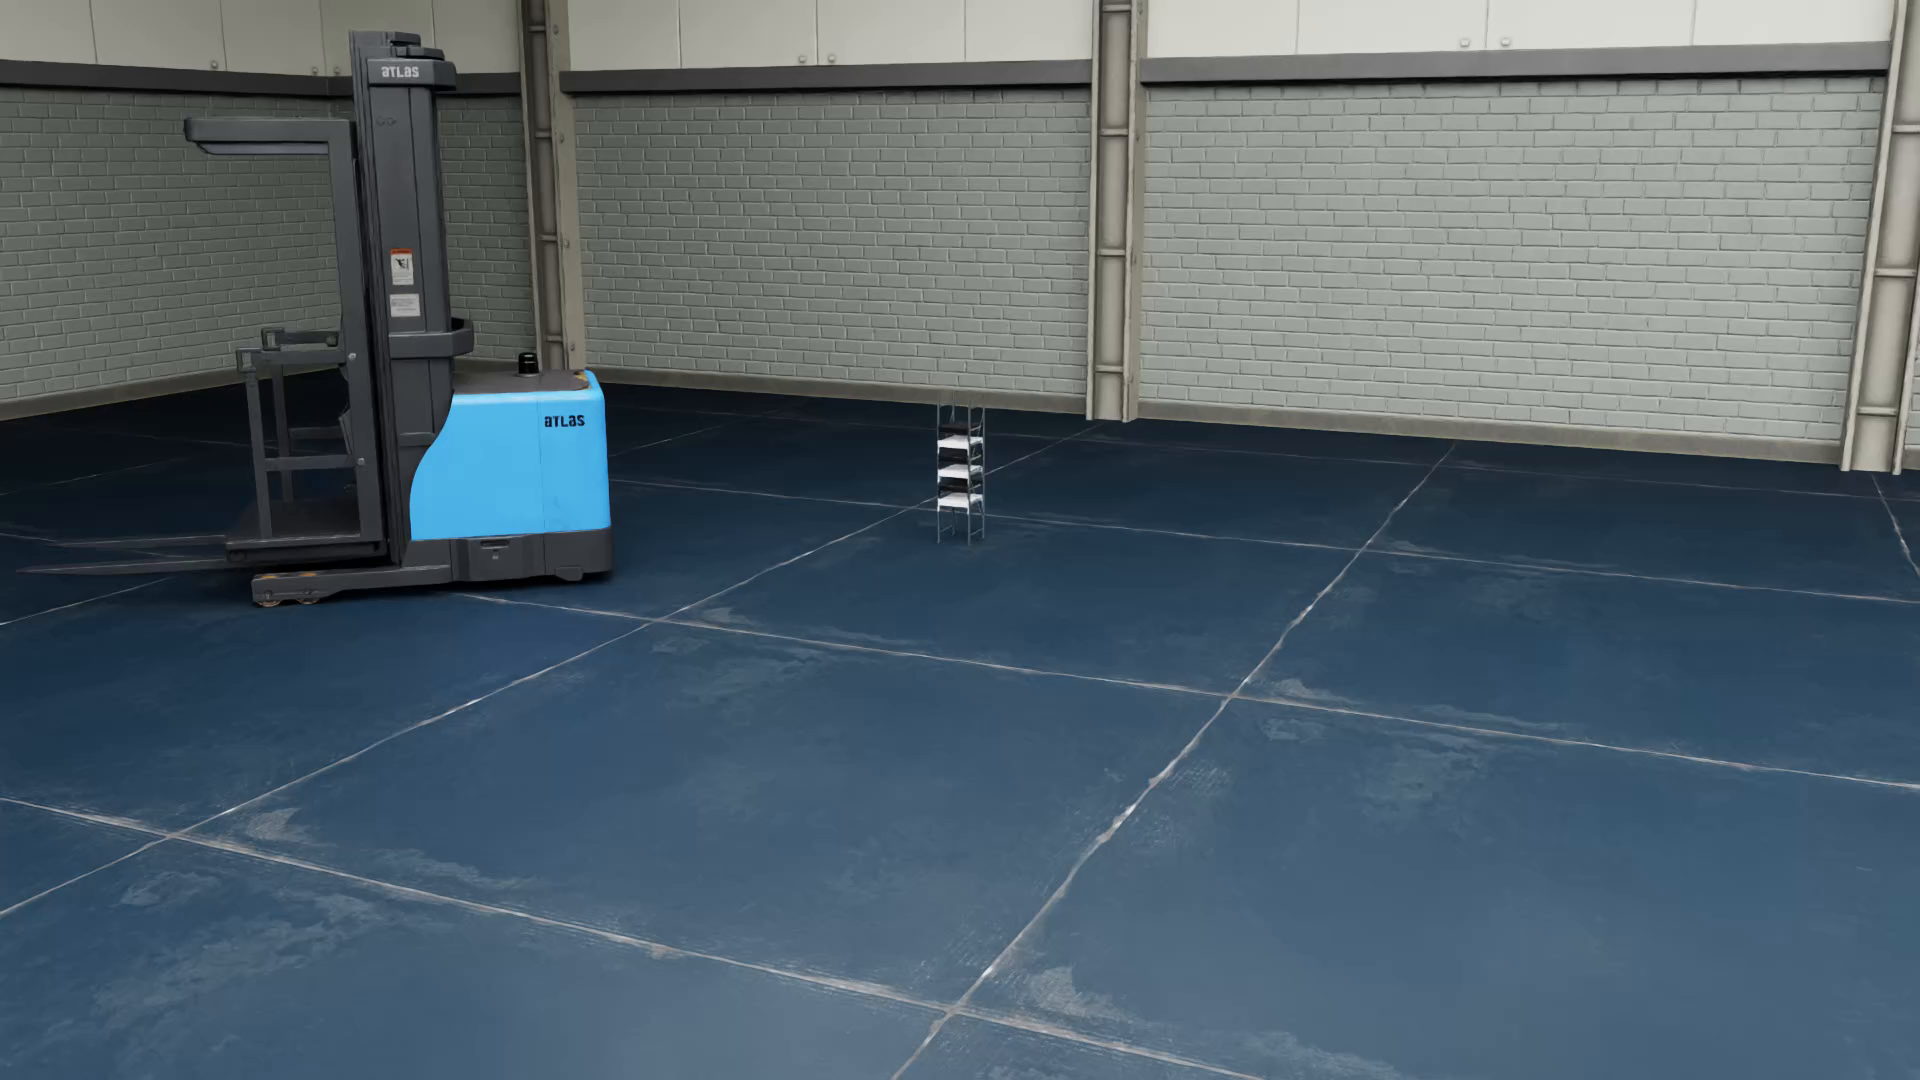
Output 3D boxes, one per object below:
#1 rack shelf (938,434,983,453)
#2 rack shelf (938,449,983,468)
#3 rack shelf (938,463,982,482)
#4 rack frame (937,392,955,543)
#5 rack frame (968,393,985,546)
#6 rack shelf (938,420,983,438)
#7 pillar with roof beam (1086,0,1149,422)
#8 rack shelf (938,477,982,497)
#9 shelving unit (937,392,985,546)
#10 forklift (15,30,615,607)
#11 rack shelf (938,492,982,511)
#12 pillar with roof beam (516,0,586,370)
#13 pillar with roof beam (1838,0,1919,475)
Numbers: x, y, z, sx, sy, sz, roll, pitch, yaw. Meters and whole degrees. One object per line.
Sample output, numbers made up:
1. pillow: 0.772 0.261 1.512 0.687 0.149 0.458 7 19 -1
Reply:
1. rack shelf: 0.007 -0.580 10.115 0.200 0.077 0.258 6 14 23
2. rack shelf: 0.007 -0.493 10.136 0.200 0.077 0.258 6 14 23
3. rack shelf: 0.007 -0.405 10.156 0.200 0.077 0.258 6 14 23
4. rack frame: -0.086 -0.447 10.189 0.006 0.900 0.240 6 14 23
5. rack frame: 0.100 -0.428 10.109 0.006 0.900 0.240 6 14 23
6. rack shelf: 0.007 -0.668 10.095 0.200 0.077 0.258 6 14 23
7. pillar with roof beam: -0.382 -4.570 10.034 0.400 9.000 9.100 6 14 23
8. rack shelf: 0.007 -0.317 10.177 0.200 0.077 0.258 6 14 23
9. shelving unit: 0.007 -0.437 10.149 0.210 0.900 0.258 6 14 23
10. forklift: -3.503 -1.209 8.991 3.031 2.935 1.130 -4 14 -15
11. rack shelf: 0.007 -0.230 10.198 0.200 0.077 0.258 6 14 23
12. pillar with roof beam: -5.868 -5.126 12.400 0.400 9.000 9.100 6 14 23
13. pillar with roof beam: 5.104 -4.015 7.668 0.400 9.000 9.100 6 14 23
